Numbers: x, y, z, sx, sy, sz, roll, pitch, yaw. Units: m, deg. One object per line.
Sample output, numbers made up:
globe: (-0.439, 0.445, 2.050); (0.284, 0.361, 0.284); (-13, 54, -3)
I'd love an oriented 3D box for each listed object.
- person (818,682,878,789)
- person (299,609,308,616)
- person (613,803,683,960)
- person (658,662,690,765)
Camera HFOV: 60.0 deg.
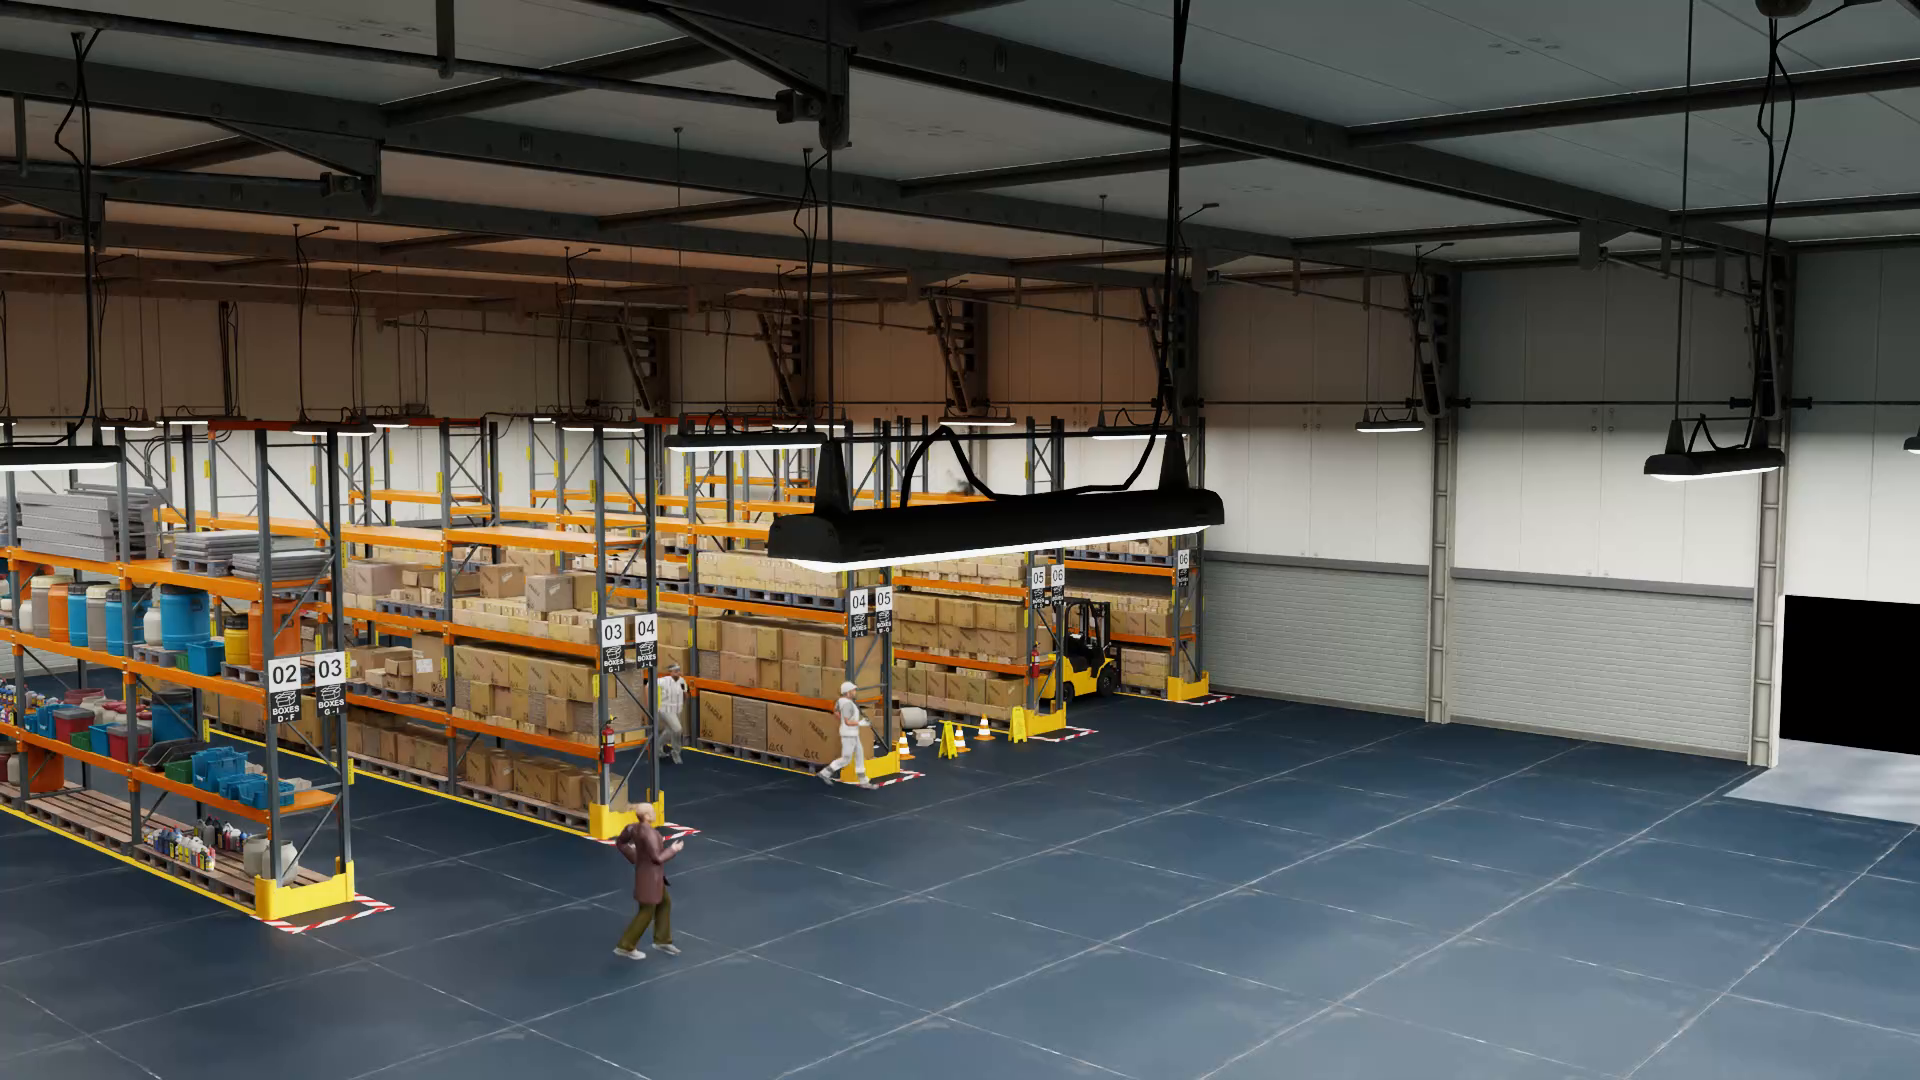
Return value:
person: (-1.821, 3.188, 26.994); (0.985, 1.793, 0.655); (0, 5, -4)
person: (-14.775, 2.386, 37.199); (0.783, 1.766, 0.798); (-1, 5, -9)
person: (-3.530, 3.869, 18.783); (0.821, 1.828, 0.684); (-2, 5, -24)
person: (-5.099, 3.036, 29.225); (0.873, 1.827, 0.686); (4, 6, 37)
